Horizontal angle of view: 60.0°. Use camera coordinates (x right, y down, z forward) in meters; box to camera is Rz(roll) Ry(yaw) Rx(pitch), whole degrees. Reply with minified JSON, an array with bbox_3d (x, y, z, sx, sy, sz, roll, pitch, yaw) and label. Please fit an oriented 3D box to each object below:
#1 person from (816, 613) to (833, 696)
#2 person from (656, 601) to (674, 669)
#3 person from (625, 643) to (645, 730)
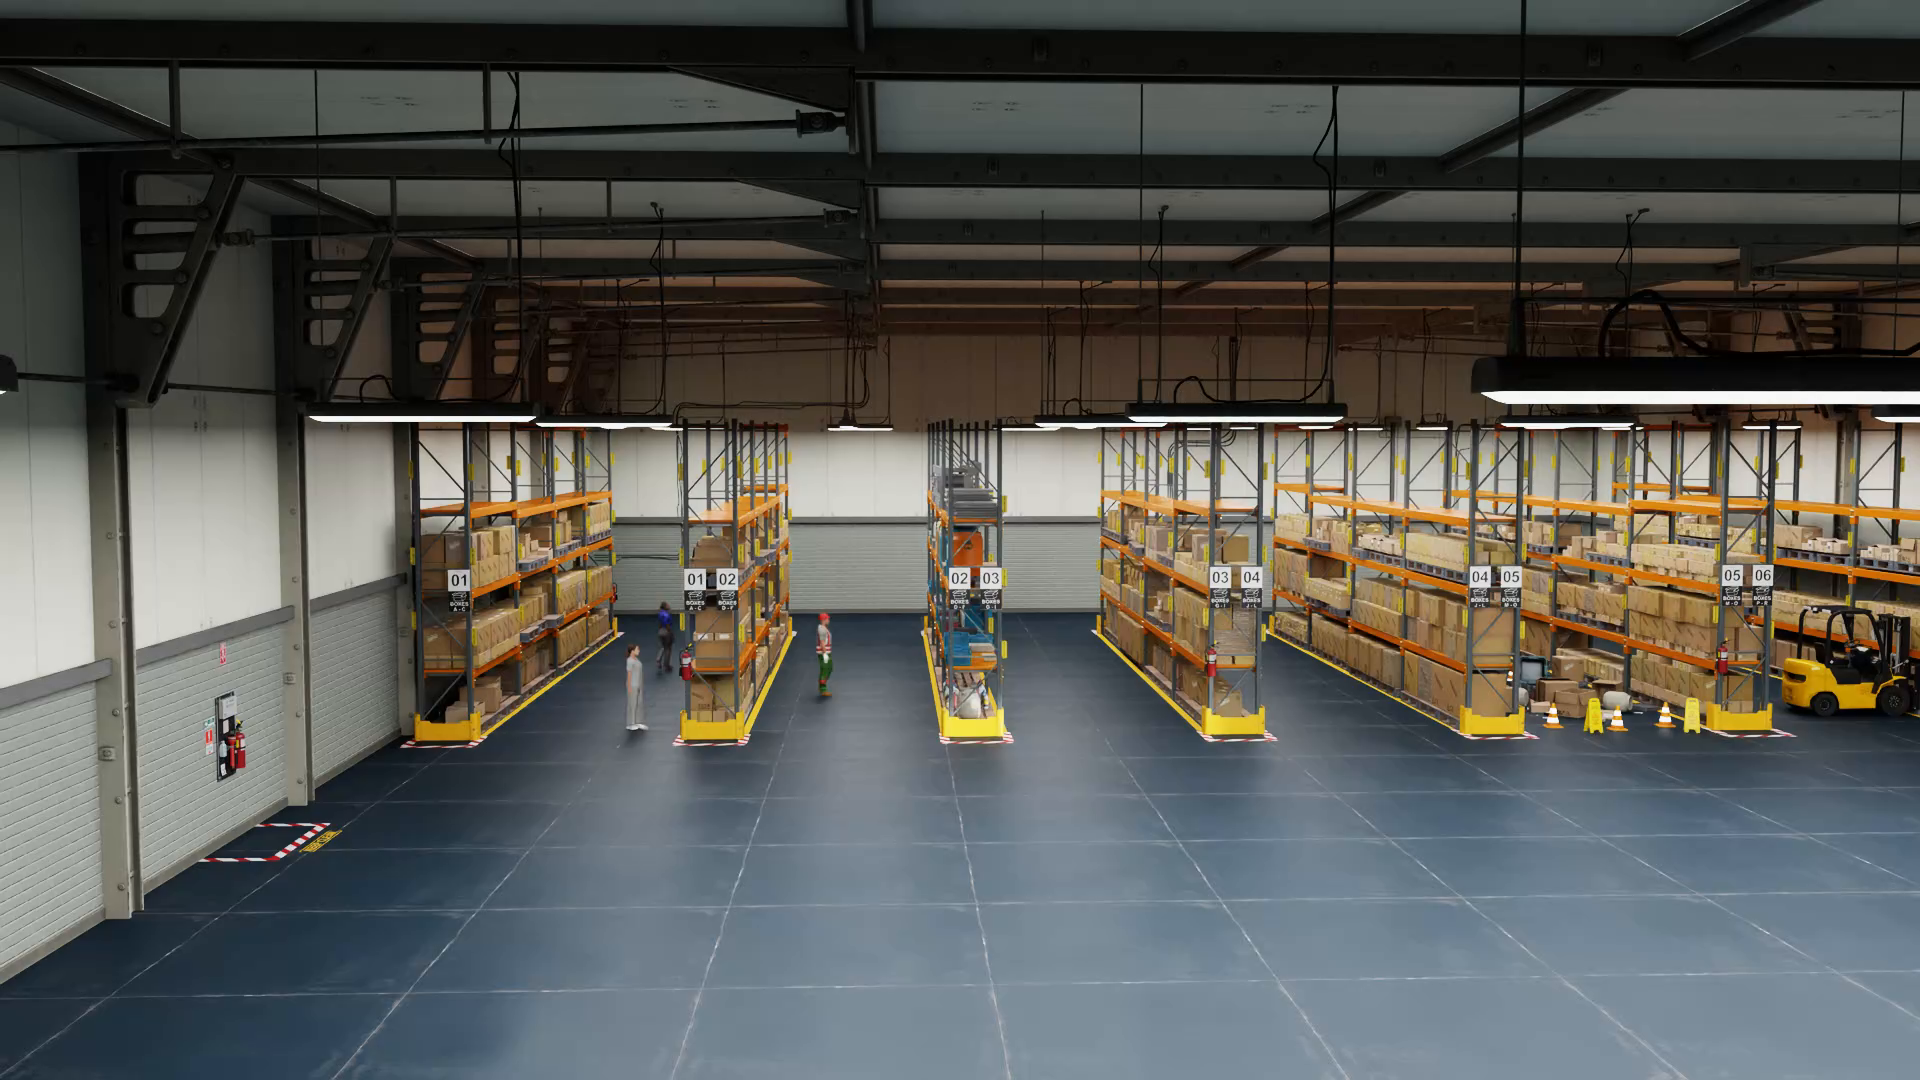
[{"bbox_3d":[-2.958,2.528,36.435,0.383,1.853,0.621,0,4,0],"label":"person"},{"bbox_3d":[-7.142,2.348,40.346,0.454,1.556,0.466,2,4,34],"label":"person"},{"bbox_3d":[-6.303,2.828,32.152,0.334,1.681,0.544,0,4,6],"label":"person"}]
